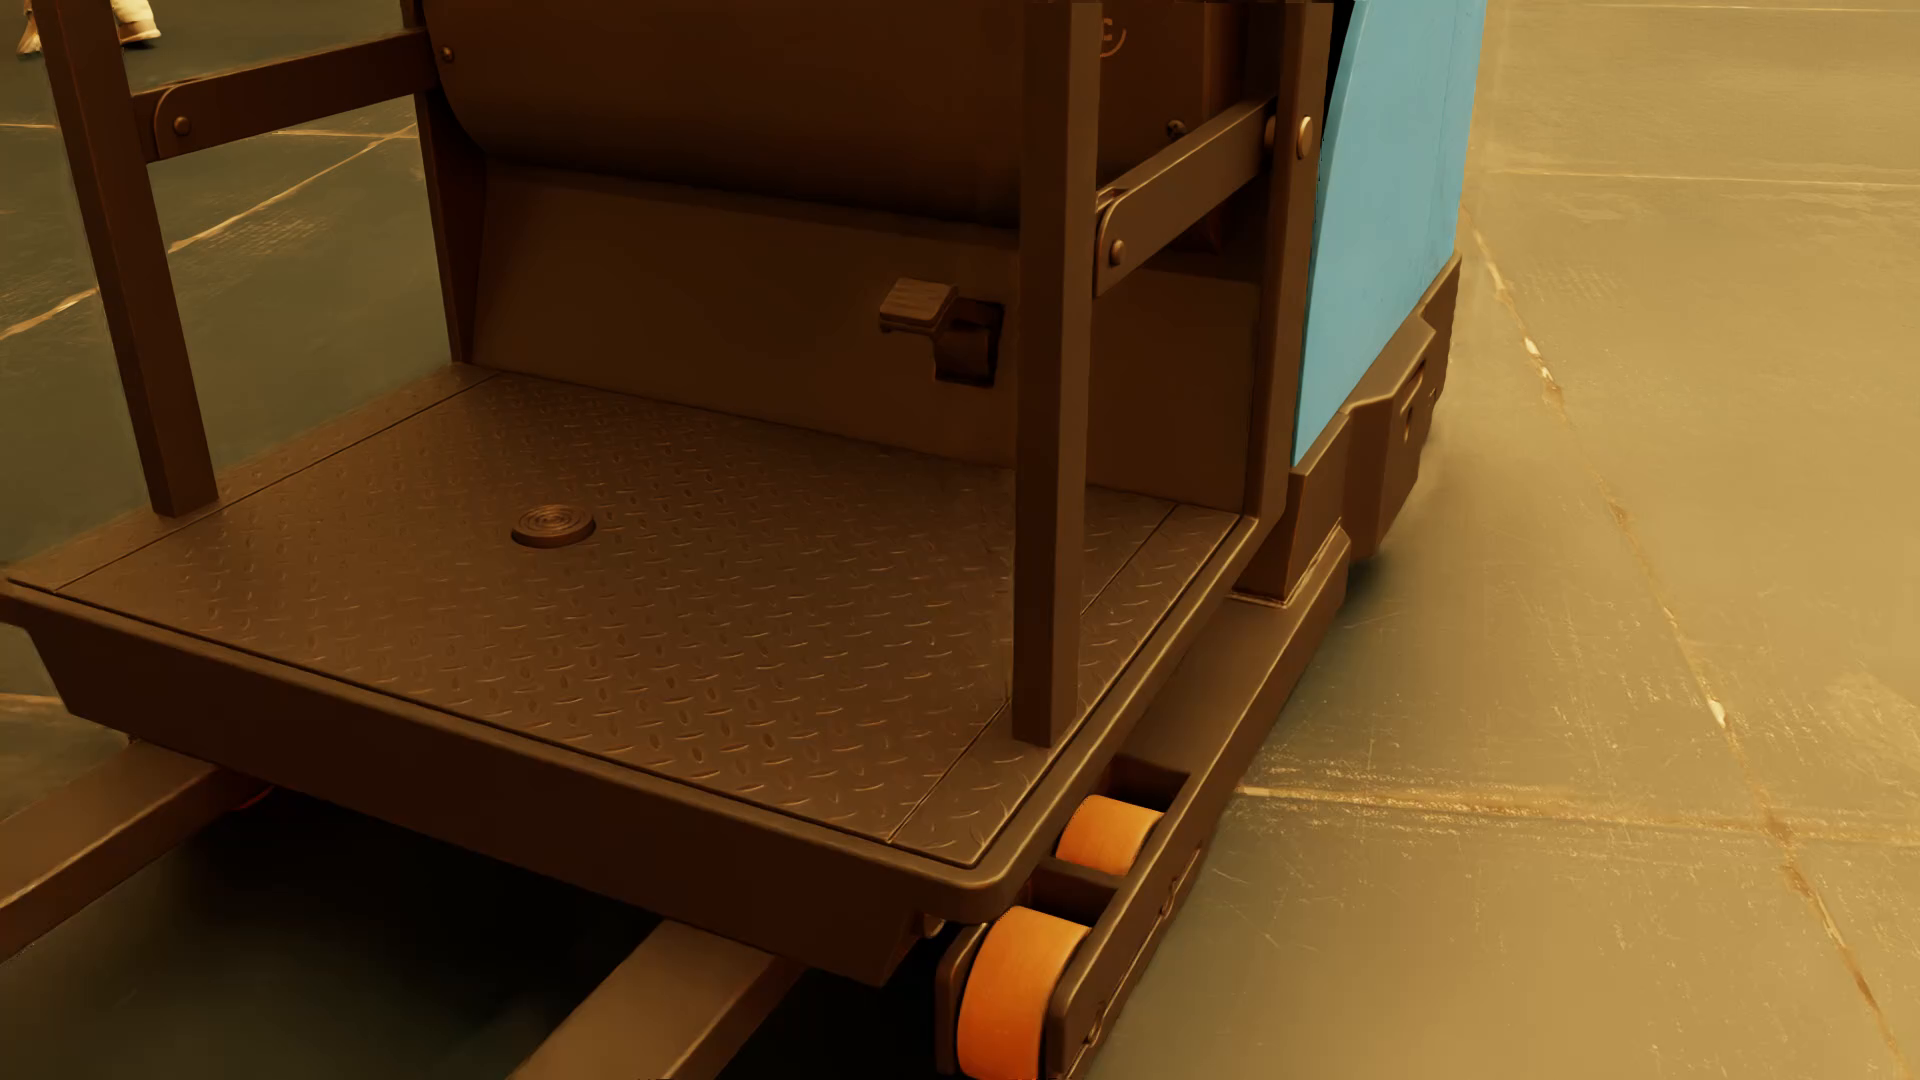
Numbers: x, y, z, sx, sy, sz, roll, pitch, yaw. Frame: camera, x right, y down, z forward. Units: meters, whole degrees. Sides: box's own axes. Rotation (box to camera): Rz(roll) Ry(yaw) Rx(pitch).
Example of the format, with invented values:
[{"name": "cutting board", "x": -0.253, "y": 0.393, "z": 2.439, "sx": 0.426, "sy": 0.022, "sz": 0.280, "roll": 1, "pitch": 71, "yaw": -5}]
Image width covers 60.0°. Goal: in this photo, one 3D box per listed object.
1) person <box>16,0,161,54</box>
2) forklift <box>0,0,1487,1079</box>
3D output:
[{"name": "person", "x": -3.170, "y": -2.516, "z": 5.813, "sx": 0.709, "sy": 1.645, "sz": 0.615, "roll": 12, "pitch": 29, "yaw": 22}, {"name": "forklift", "x": -0.261, "y": -1.035, "z": 1.292, "sx": 1.130, "sy": 2.935, "sz": 3.031, "roll": 12, "pitch": 29, "yaw": 23}]
